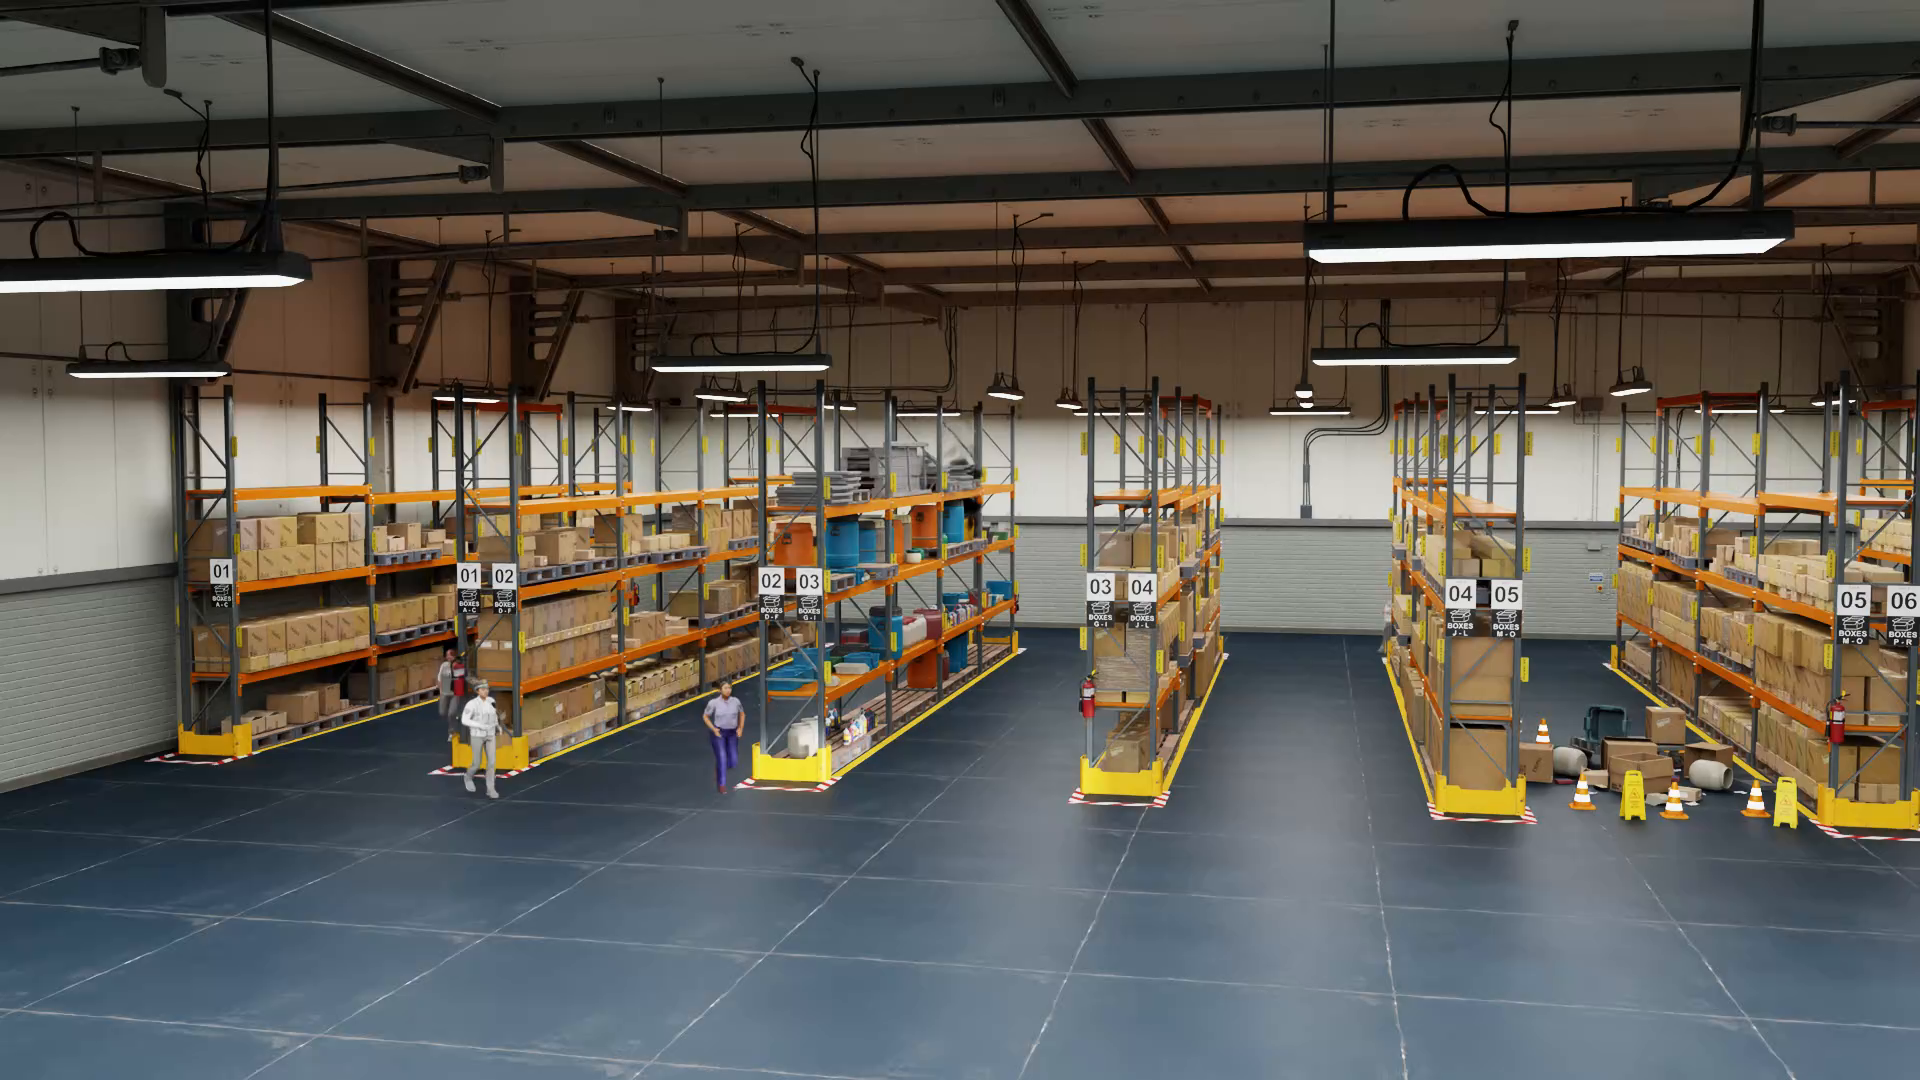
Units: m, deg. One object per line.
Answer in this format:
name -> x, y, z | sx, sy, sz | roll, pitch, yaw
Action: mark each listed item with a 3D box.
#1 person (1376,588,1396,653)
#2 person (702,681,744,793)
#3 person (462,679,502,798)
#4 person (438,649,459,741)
person -> 10.300, 1.909, 39.887 | 0.790, 1.723, 0.778 | 2, 4, 29
person -> -3.455, 2.862, 24.308 | 0.645, 1.605, 0.604 | -2, 4, -28
person -> -6.836, 2.817, 23.797 | 0.631, 1.683, 0.802 | -3, 4, -44
person -> -8.696, 2.641, 28.438 | 0.542, 1.561, 0.570 | 0, 3, 7
